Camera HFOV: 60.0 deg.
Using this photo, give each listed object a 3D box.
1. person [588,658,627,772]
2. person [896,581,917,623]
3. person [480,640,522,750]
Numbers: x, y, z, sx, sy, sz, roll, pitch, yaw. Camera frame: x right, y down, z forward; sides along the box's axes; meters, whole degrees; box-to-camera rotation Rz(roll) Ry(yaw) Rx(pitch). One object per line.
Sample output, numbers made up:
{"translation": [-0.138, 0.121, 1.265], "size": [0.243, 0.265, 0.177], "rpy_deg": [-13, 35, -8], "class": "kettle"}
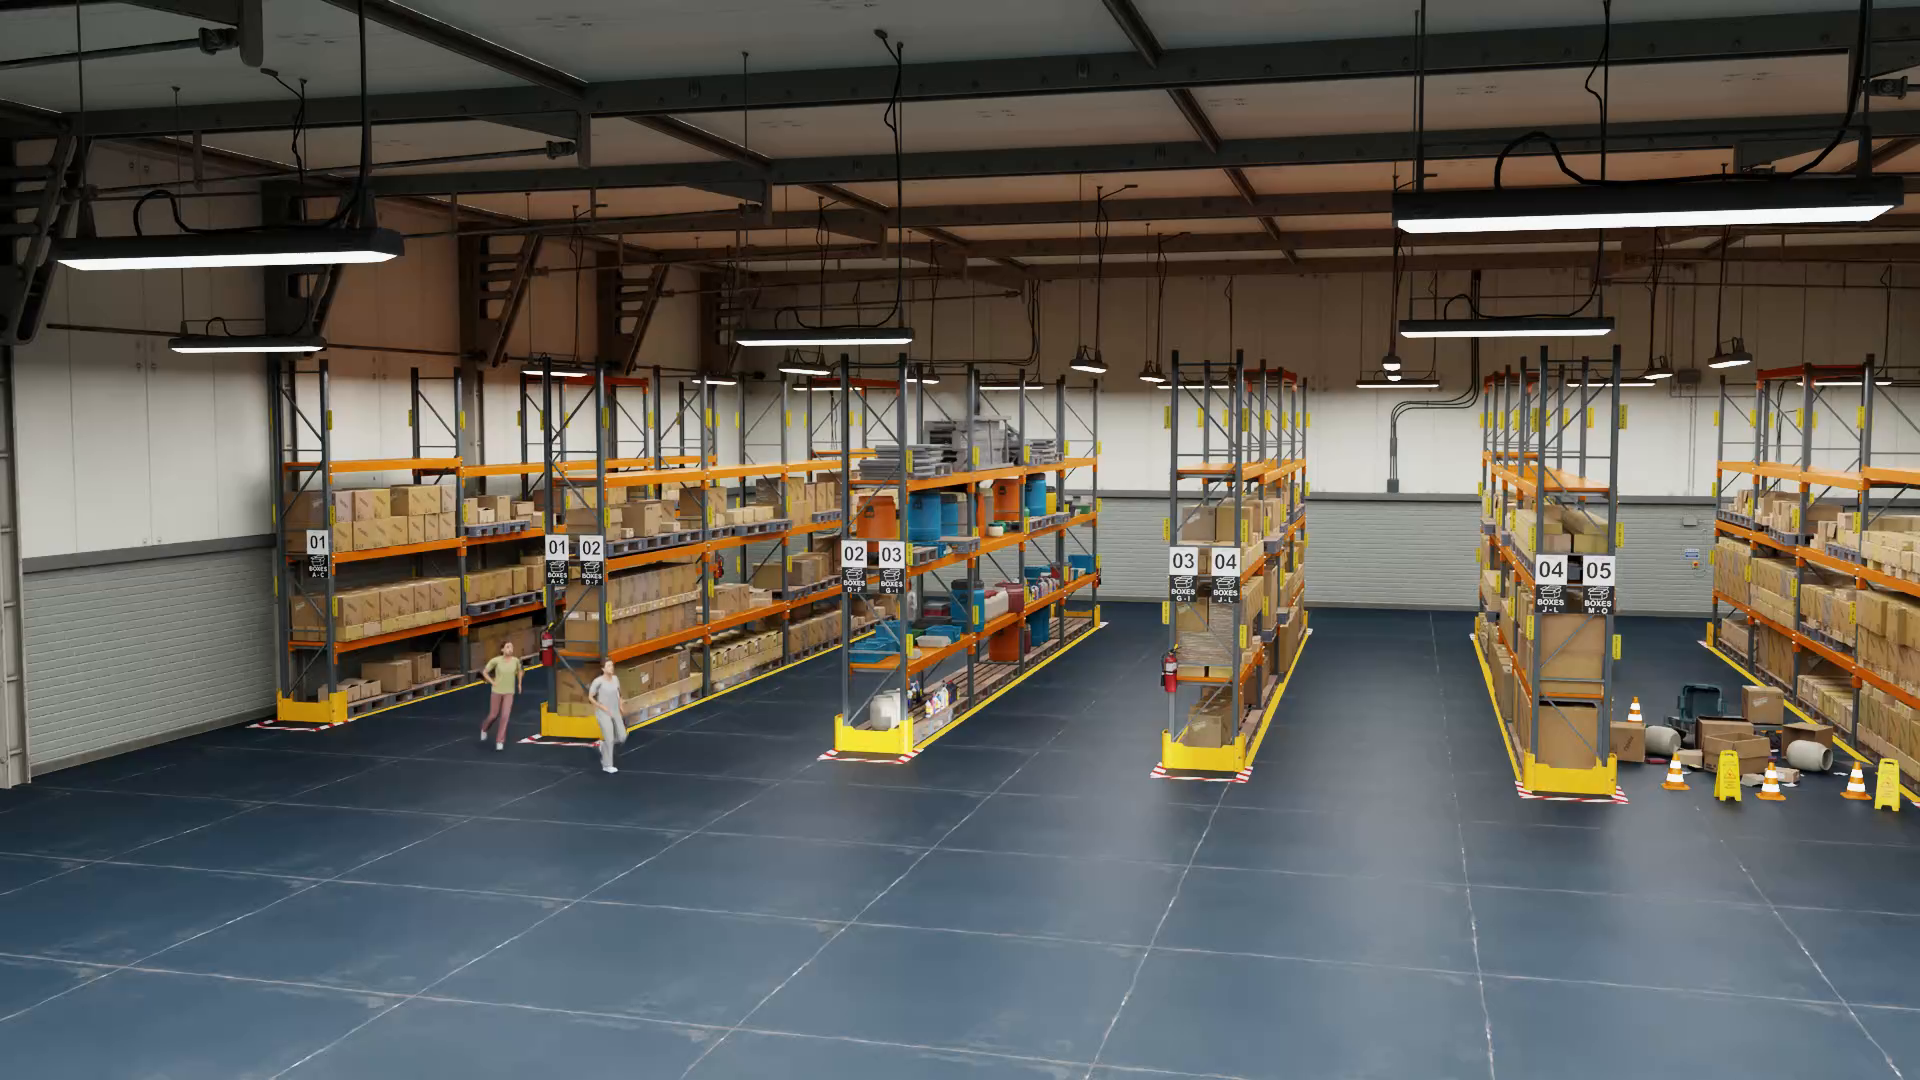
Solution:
{"translation": [-5.028, 2.484, 23.651], "size": [0.563, 1.633, 0.581], "rpy_deg": [4, 6, 43], "class": "person"}
{"translation": [-1.034, 1.571, 32.408], "size": [0.532, 1.626, 0.716], "rpy_deg": [1, 4, 19], "class": "person"}
{"translation": [-6.979, 2.343, 25.496], "size": [0.635, 1.625, 0.913], "rpy_deg": [-2, 5, -30], "class": "person"}
